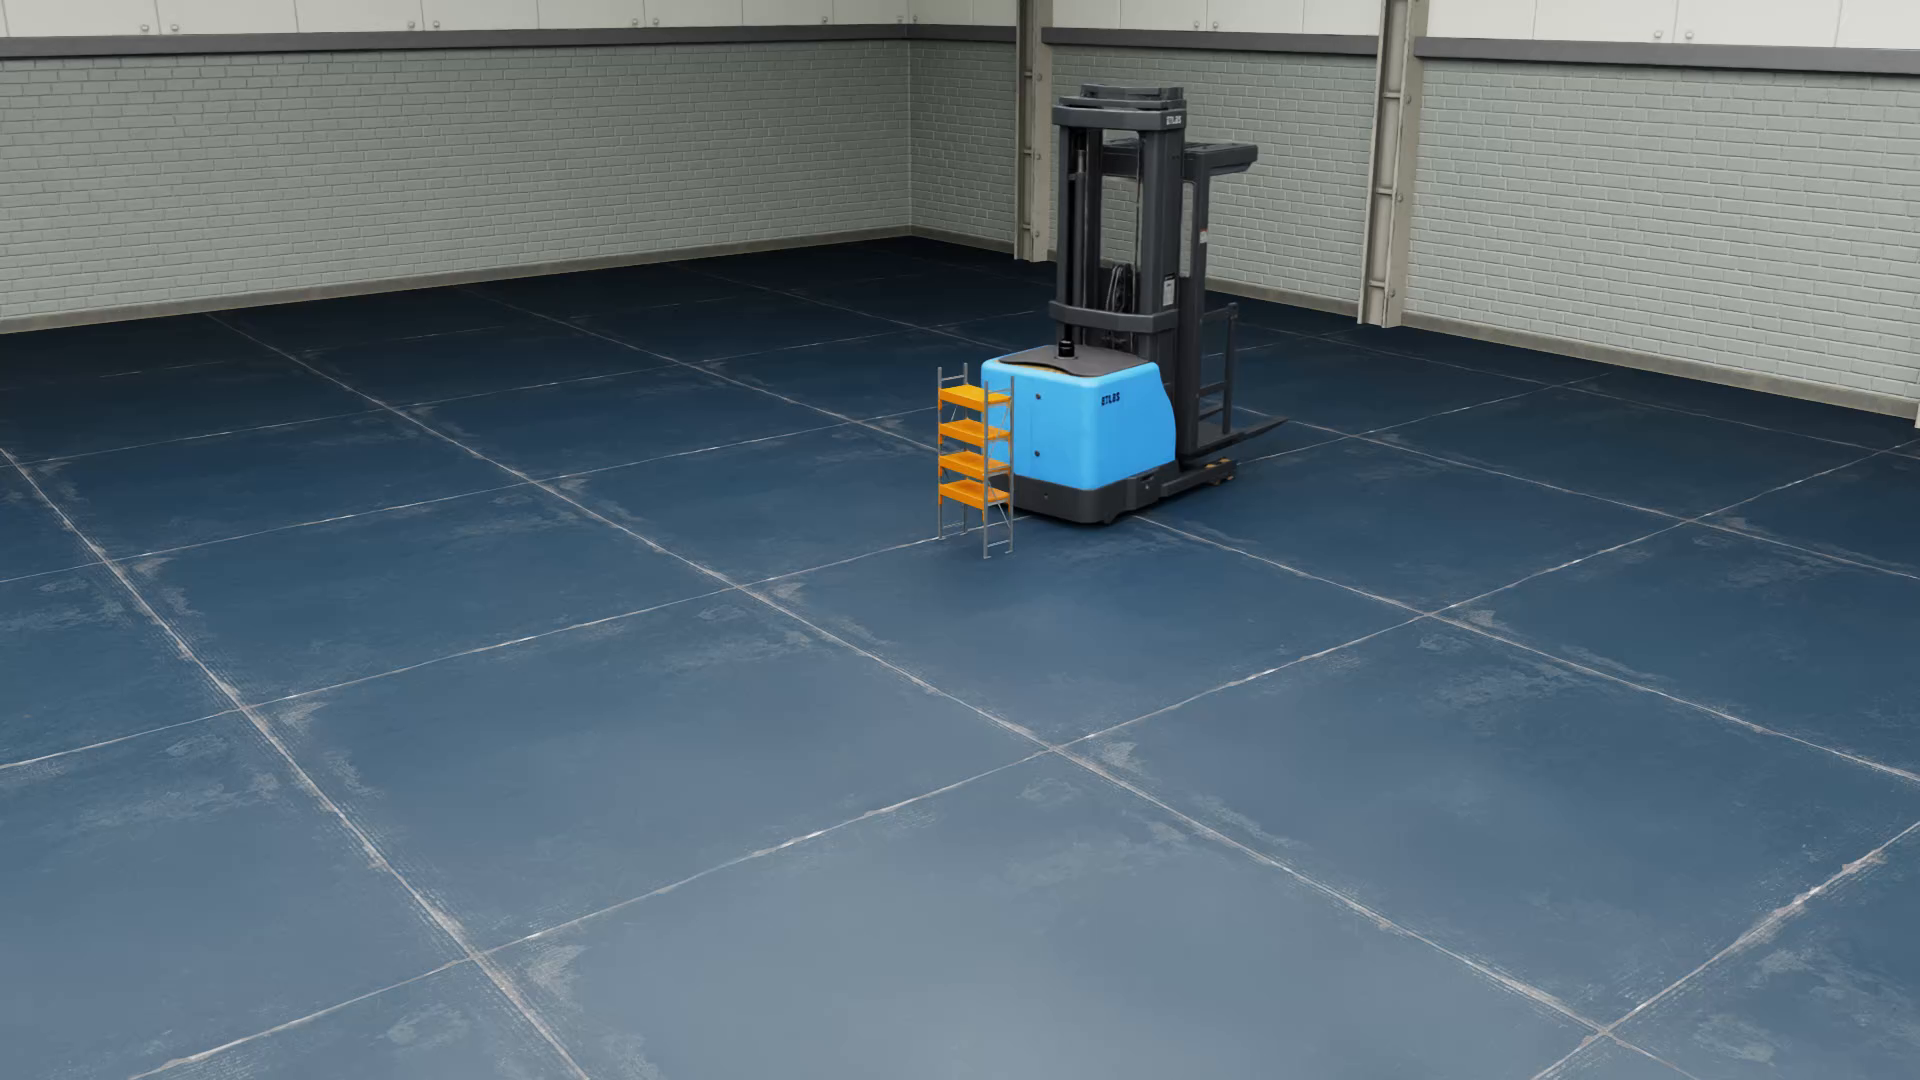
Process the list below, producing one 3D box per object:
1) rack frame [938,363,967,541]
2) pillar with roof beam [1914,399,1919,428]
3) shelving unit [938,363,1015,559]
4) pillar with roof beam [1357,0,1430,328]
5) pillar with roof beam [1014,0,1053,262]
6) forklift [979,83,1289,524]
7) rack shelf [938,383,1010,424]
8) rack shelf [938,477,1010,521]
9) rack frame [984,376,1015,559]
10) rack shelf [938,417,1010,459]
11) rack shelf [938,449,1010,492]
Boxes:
[{"bbox_3d":[-0.049,-0.589,11.232,0.240,1.200,0.015,-14,23,-36],"label":"rack frame"},{"bbox_3d":[5.070,-4.383,10.284,9.100,9.000,0.400,-14,23,-36],"label":"pillar with roof beam"},{"bbox_3d":[0.103,-0.529,11.051,0.258,1.200,0.503,-14,23,-36],"label":"shelving unit"},{"bbox_3d":[1.344,-5.862,14.749,9.100,9.000,0.400,-14,23,-36],"label":"pillar with roof beam"},{"bbox_3d":[-2.381,-7.340,19.214,9.100,9.000,0.400,-14,23,-36],"label":"pillar with roof beam"},{"bbox_3d":[1.475,-1.893,12.416,1.130,2.935,3.031,15,24,38],"label":"forklift"},{"bbox_3d":[0.103,-0.902,10.927,0.258,0.148,0.480,-14,23,-36],"label":"rack shelf"},{"bbox_3d":[0.103,-0.276,11.134,0.258,0.148,0.480,-14,23,-36],"label":"rack shelf"},{"bbox_3d":[0.254,-0.469,10.869,0.240,1.200,0.015,-14,23,-36],"label":"rack frame"},{"bbox_3d":[0.103,-0.677,11.002,0.258,0.148,0.480,-14,23,-36],"label":"rack shelf"},{"bbox_3d":[0.103,-0.465,11.072,0.258,0.148,0.480,-14,23,-36],"label":"rack shelf"}]
